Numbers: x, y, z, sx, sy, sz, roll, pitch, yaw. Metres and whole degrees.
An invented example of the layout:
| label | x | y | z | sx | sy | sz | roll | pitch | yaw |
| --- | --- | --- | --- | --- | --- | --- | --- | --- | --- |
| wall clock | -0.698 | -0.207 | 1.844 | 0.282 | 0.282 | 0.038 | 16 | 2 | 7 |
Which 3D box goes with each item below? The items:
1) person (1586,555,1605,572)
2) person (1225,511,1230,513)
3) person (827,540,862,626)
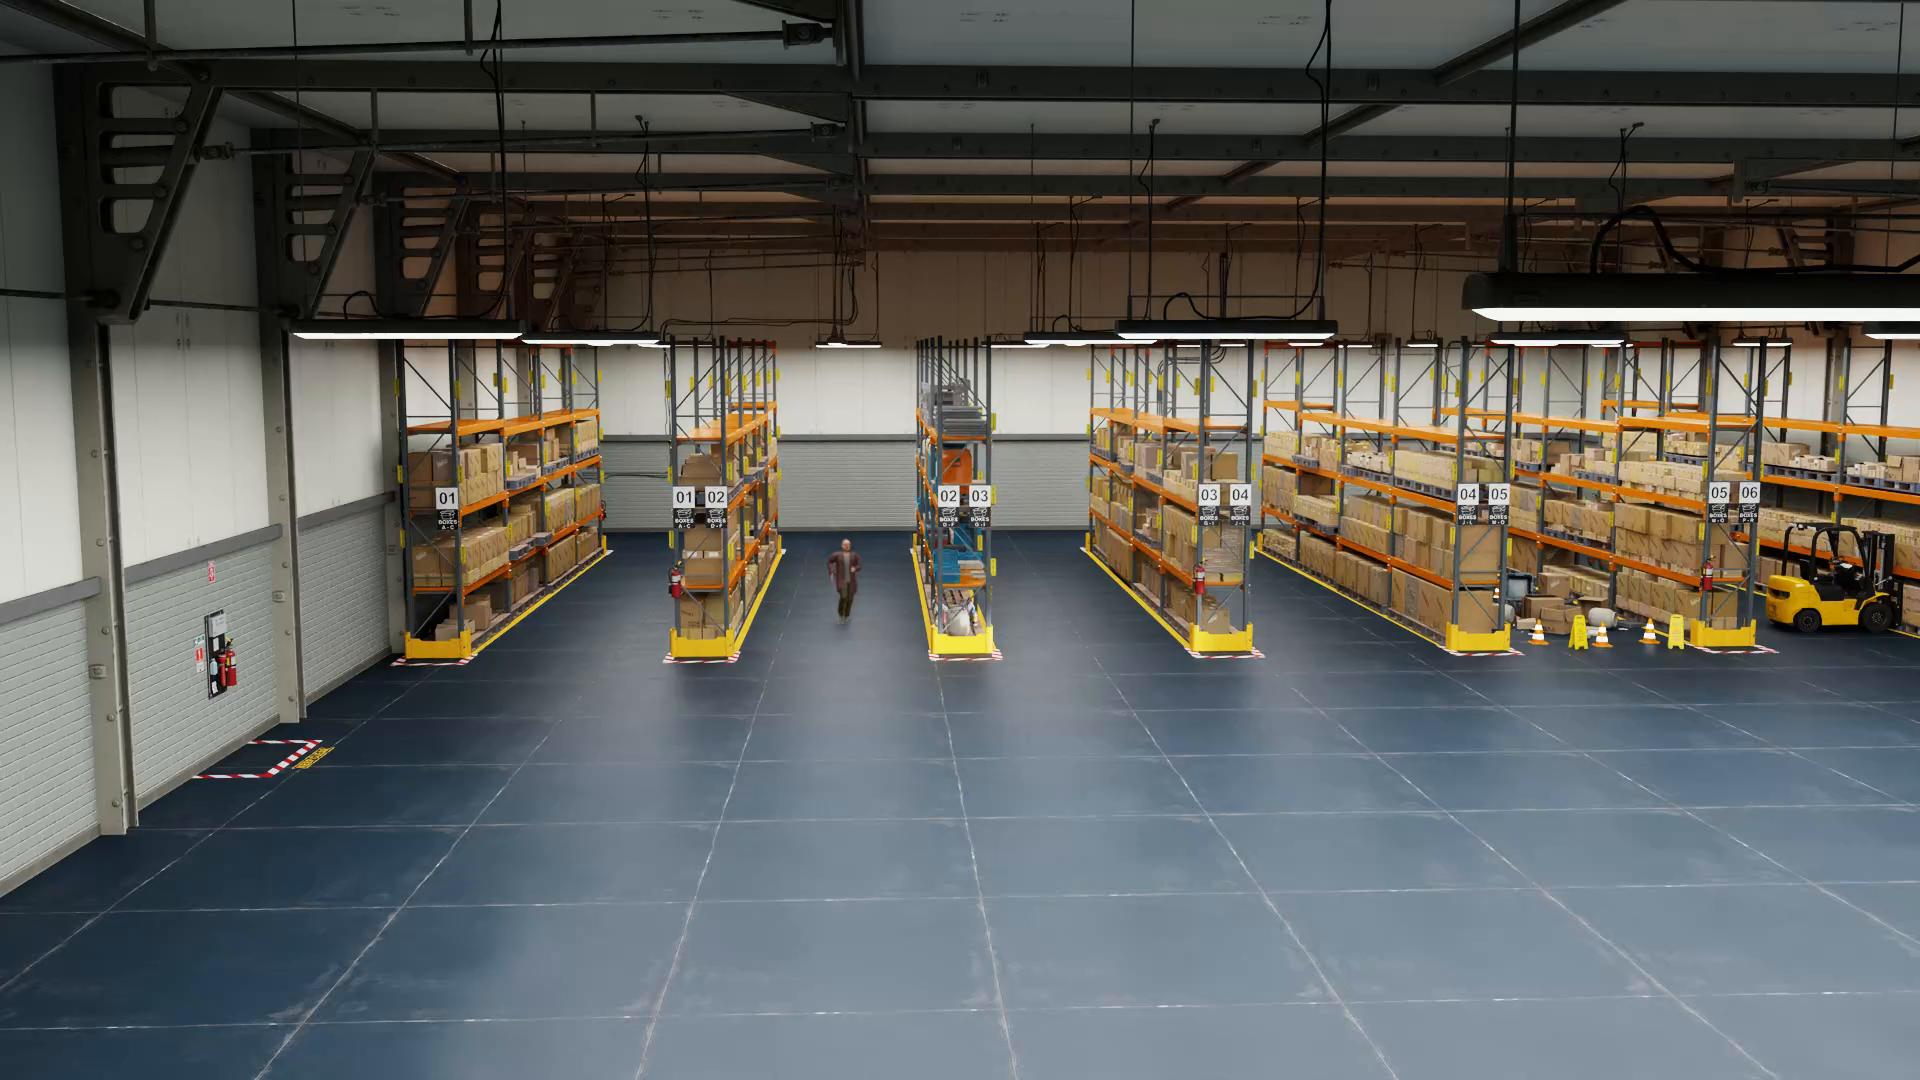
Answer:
| label | x | y | z | sx | sy | sz | roll | pitch | yaw |
| --- | --- | --- | --- | --- | --- | --- | --- | --- | --- |
| person | 16.141 | 0.051 | 42.170 | 0.631 | 1.800 | 0.680 | -1 | 7 | -7 |
| person | 7.405 | -0.404 | 46.748 | 0.632 | 1.617 | 0.931 | 1 | 7 | 5 |
| person | -2.389 | 0.894 | 34.845 | 0.677 | 1.804 | 0.777 | -2 | 7 | -19 |
